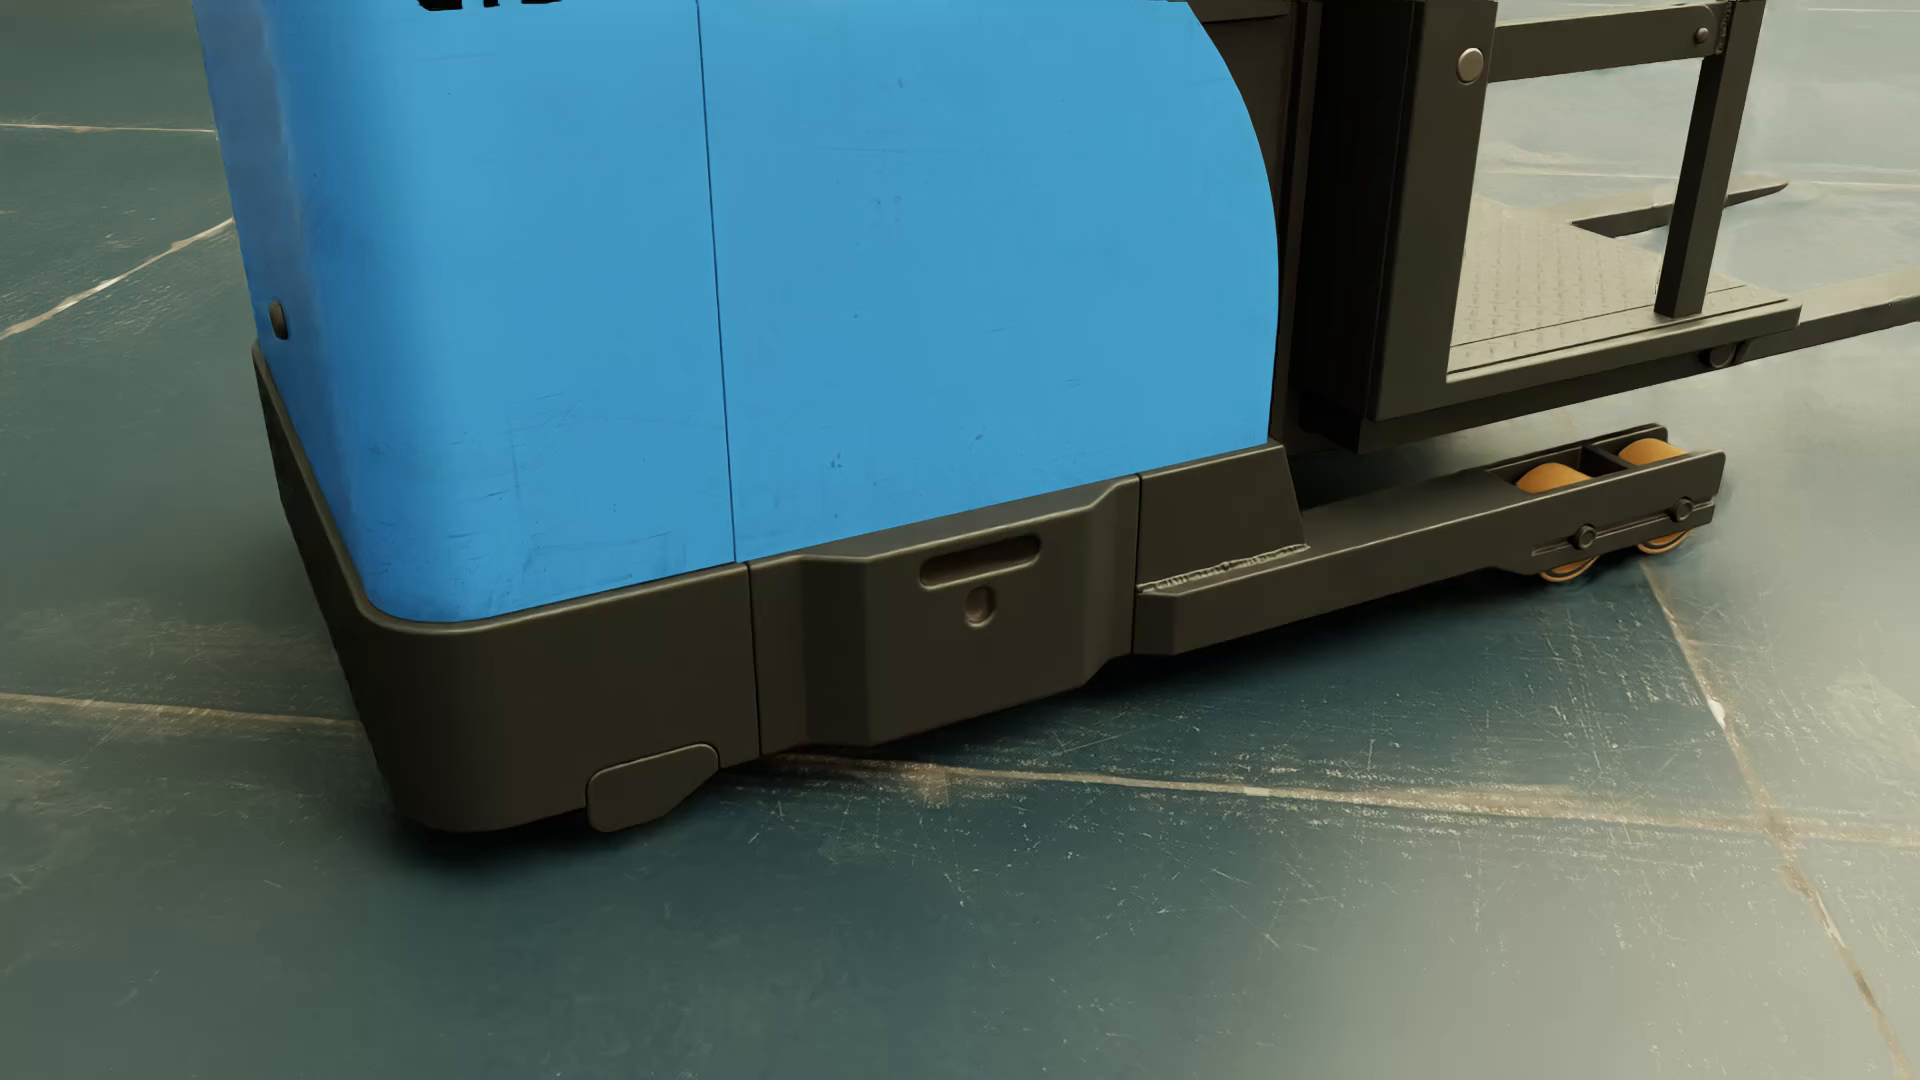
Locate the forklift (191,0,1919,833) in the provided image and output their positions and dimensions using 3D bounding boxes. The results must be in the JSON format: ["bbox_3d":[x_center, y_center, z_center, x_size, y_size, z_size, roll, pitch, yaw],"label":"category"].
[{"bbox_3d":[0.541,-1.447,2.116,3.031,2.935,1.130,-13,29,-25],"label":"forklift"}]
